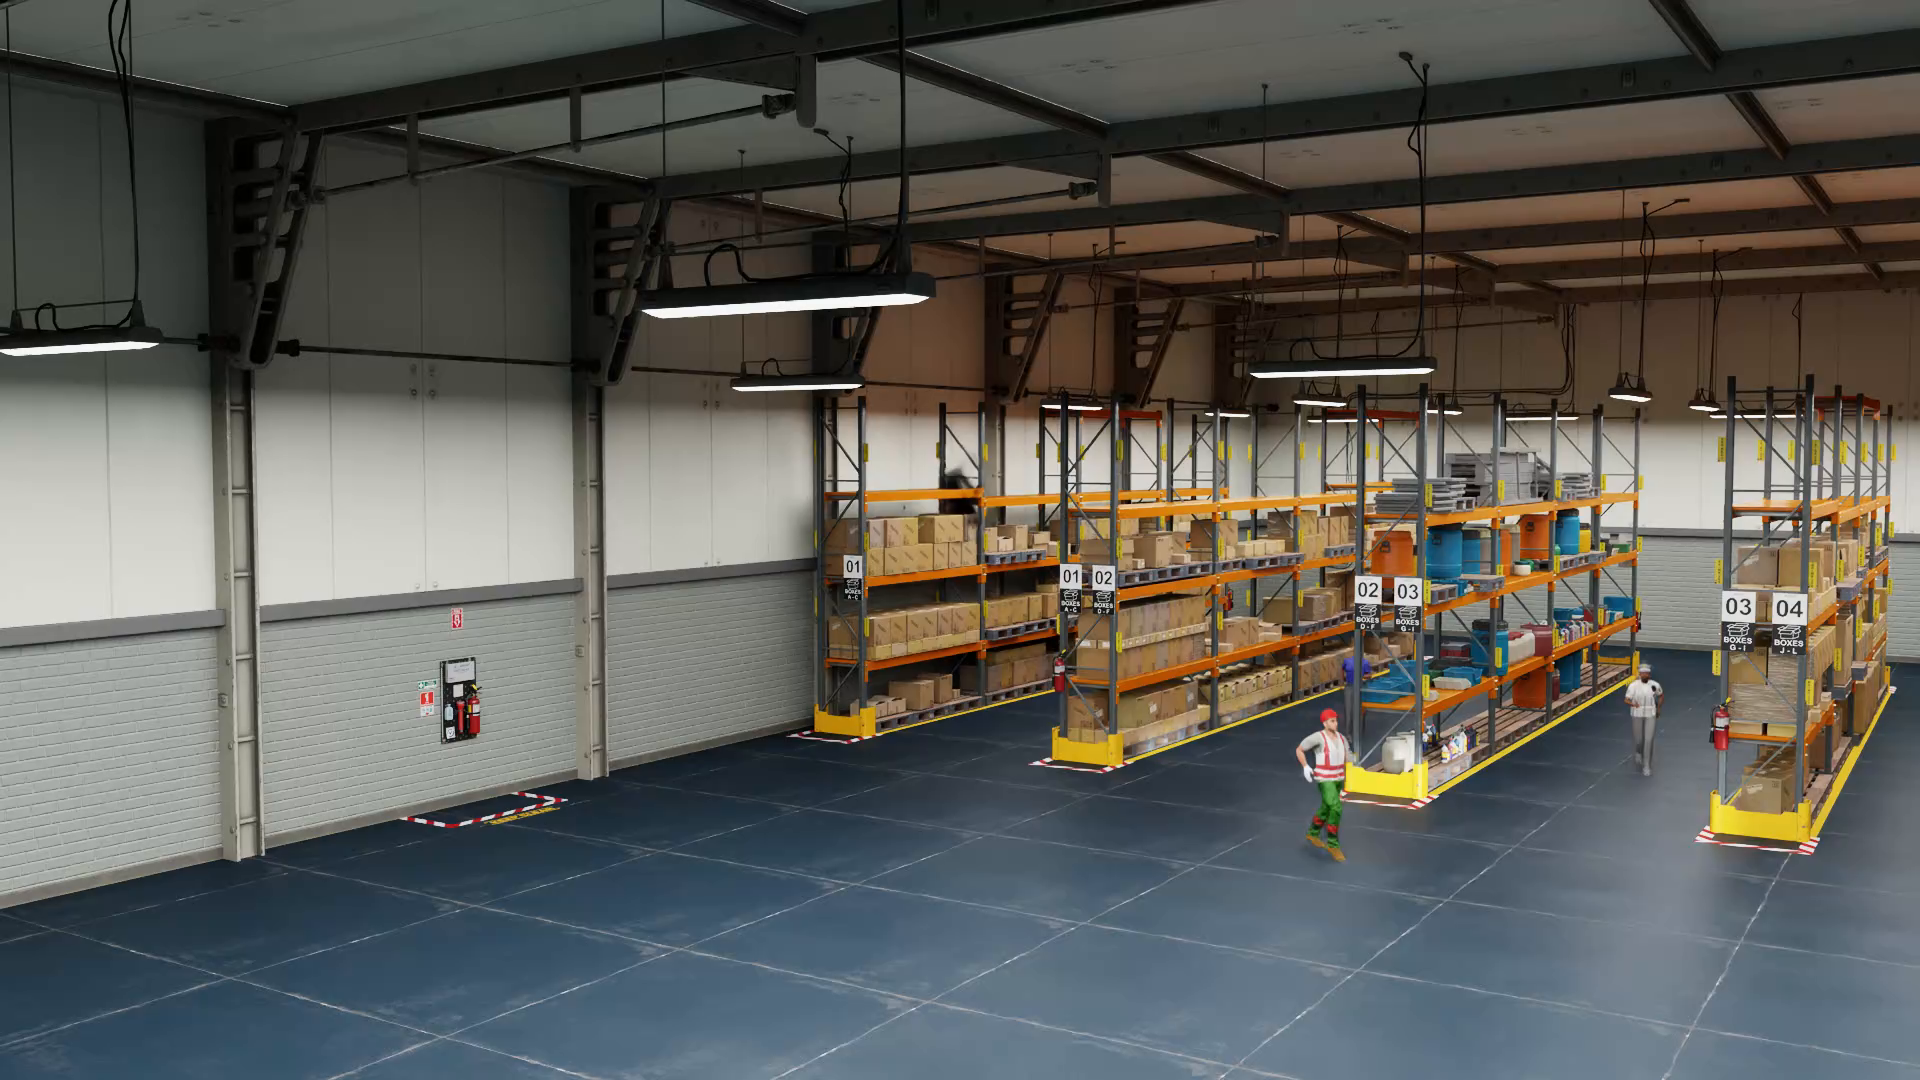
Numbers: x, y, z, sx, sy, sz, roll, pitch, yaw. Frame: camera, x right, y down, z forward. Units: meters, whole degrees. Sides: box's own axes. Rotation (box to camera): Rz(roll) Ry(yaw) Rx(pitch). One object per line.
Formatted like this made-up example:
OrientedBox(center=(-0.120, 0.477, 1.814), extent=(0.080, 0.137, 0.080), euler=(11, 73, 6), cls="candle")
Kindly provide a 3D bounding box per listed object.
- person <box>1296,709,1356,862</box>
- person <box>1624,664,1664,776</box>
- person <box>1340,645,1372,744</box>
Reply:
OrientedBox(center=(4.569, 3.017, 20.640), extent=(0.646, 1.847, 0.798), euler=(-2, 4, -36), cls="person")
OrientedBox(center=(10.717, 2.777, 26.049), extent=(0.581, 1.699, 0.892), euler=(1, 3, 20), cls="person")
OrientedBox(center=(6.877, 2.640, 28.923), extent=(0.562, 1.682, 0.885), euler=(1, 3, 20), cls="person")
